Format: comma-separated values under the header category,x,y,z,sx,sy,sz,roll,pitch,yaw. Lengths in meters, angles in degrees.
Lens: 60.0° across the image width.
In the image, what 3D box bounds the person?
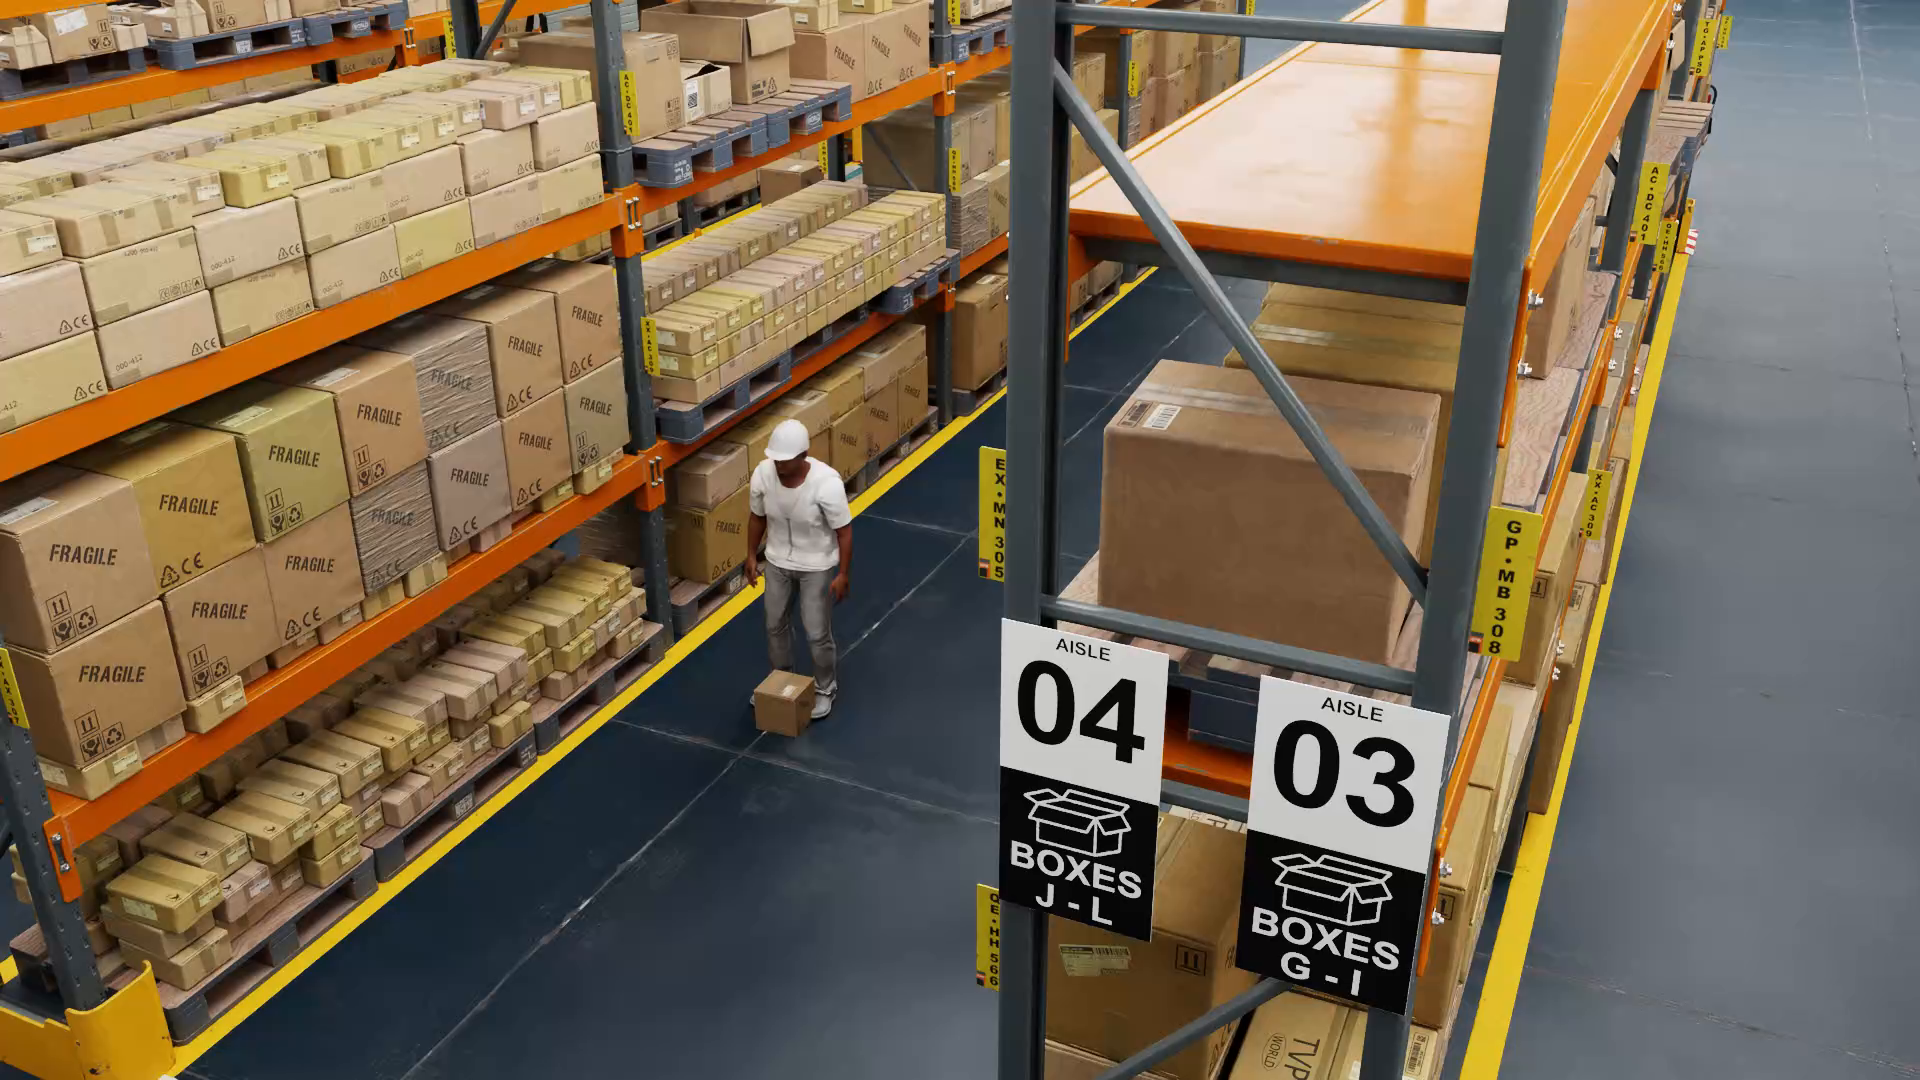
category,x,y,z,sx,sy,sz,roll,pitch,yaw
person,-0.892,0.143,9.116,0.634,1.760,0.463,11,28,21
